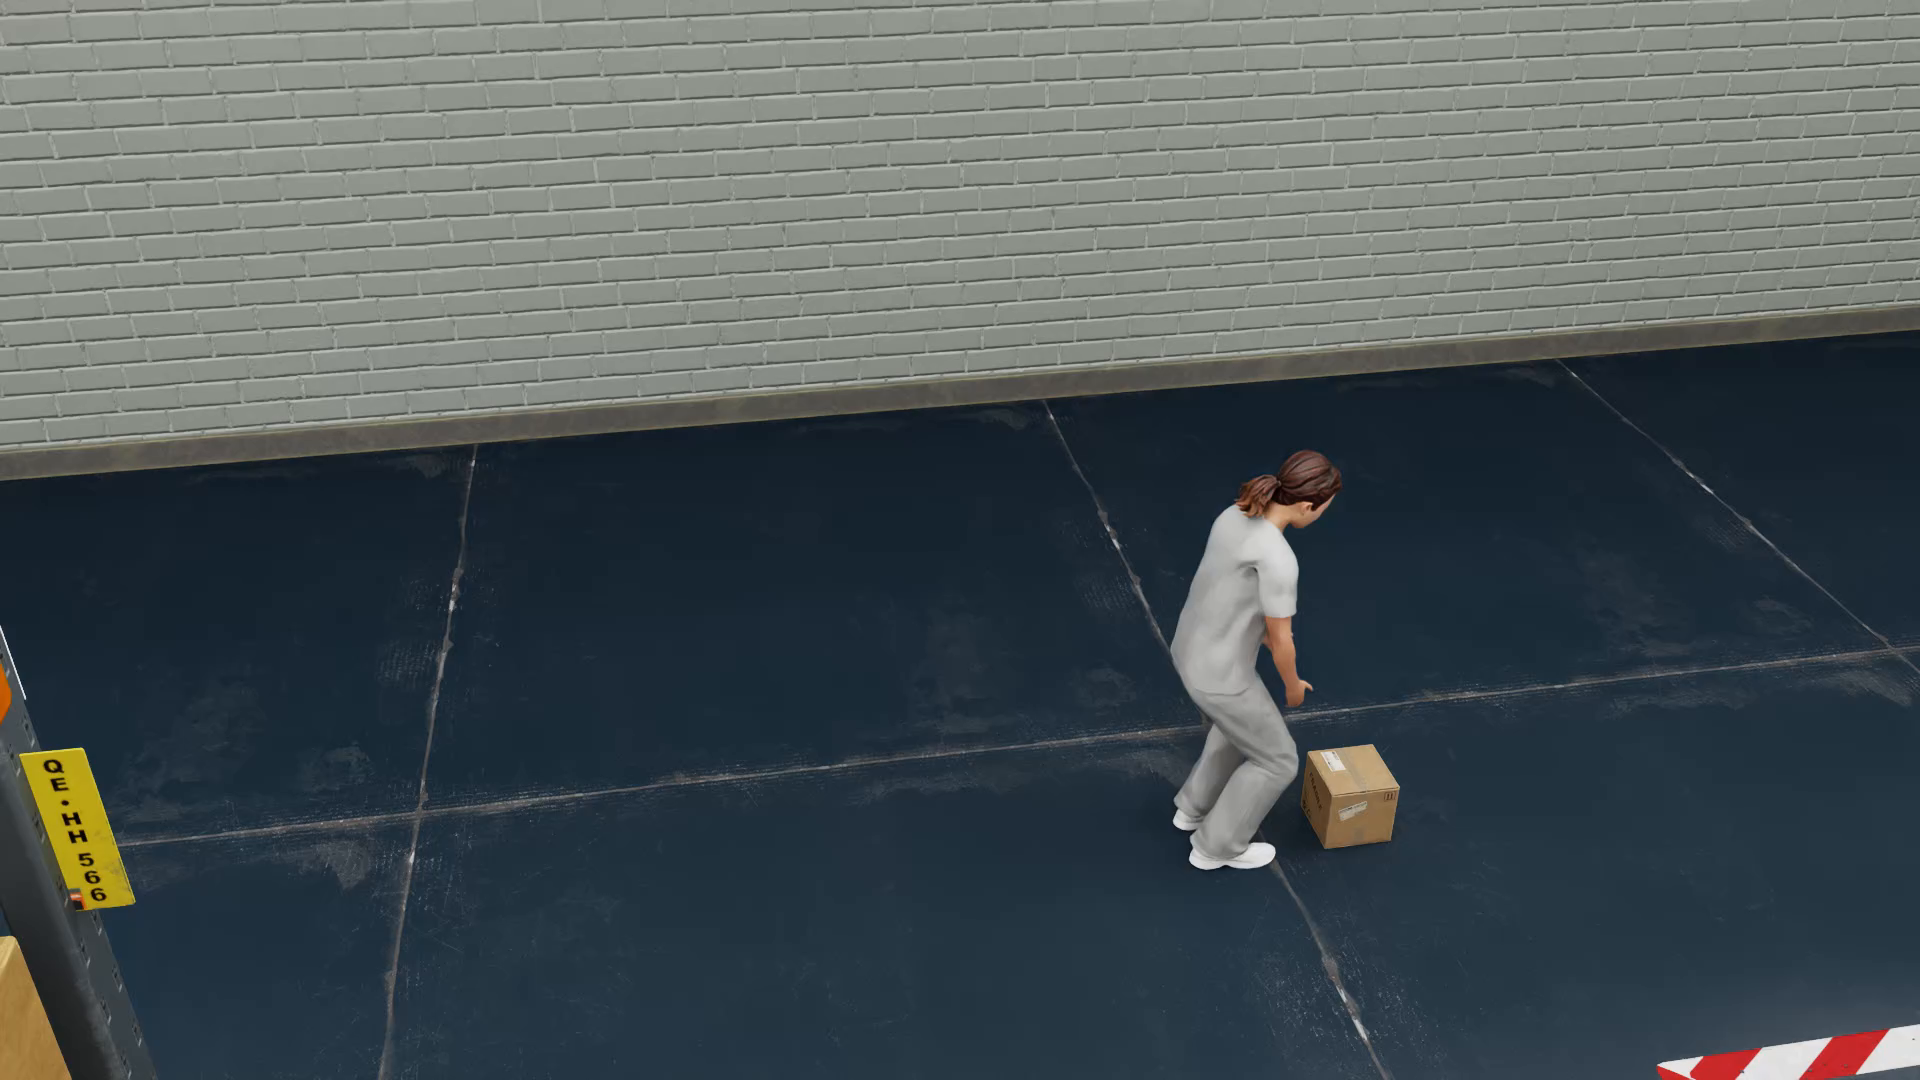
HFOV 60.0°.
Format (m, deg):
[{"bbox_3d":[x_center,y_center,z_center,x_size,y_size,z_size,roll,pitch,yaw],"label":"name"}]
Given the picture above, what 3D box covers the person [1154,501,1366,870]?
[{"bbox_3d":[0.991,0.483,5.663,0.665,1.333,0.491,-5,31,-9],"label":"person"}]
